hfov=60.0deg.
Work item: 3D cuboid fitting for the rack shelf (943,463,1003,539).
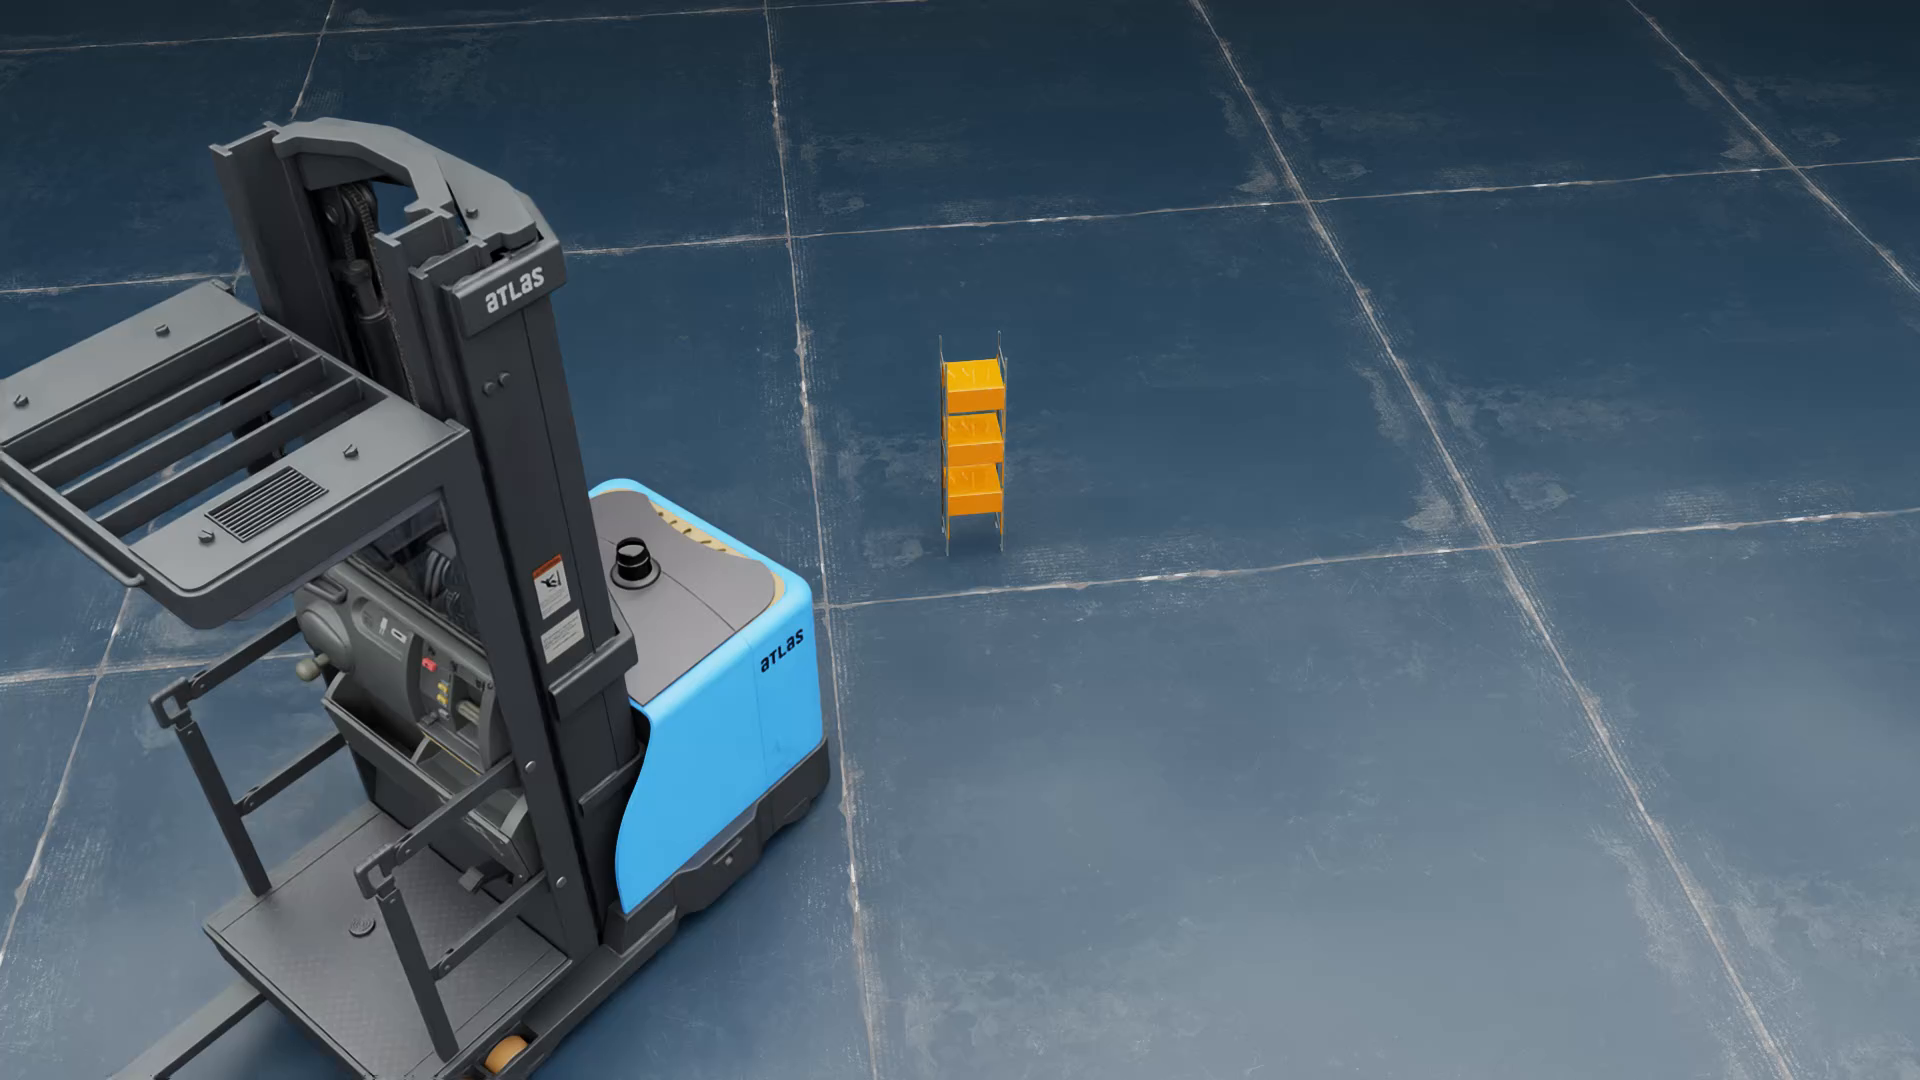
[{"bbox_3d":[0.053,-0.180,7.312,0.240,0.259,0.215,-5,42,-6],"label":"rack shelf"}]

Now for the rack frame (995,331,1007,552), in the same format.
[{"bbox_3d":[0.174,-0.405,7.130,0.008,1.050,0.200,-5,42,-6],"label":"rack frame"}]

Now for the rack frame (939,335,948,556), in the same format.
[{"bbox_3d":[-0.068,-0.384,7.107,0.008,1.050,0.200,-5,42,-6],"label":"rack frame"}]

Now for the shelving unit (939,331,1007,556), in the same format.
[{"bbox_3d":[0.053,-0.394,7.119,0.252,1.050,0.215,-5,42,-6],"label":"shelving unit"}]

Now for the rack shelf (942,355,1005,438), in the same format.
[{"bbox_3d":[0.053,-0.597,6.936,0.240,0.259,0.215,-5,42,-6],"label":"rack shelf"}]

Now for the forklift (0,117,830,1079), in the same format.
[{"bbox_3d":[-1.807,0.429,4.802,1.130,2.935,3.031,28,49,28],"label":"forklift"}]

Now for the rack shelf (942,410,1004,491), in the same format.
[{"bbox_3d":[0.053,-0.387,7.126,0.240,0.259,0.215,-5,42,-6],"label":"rack shelf"}]
